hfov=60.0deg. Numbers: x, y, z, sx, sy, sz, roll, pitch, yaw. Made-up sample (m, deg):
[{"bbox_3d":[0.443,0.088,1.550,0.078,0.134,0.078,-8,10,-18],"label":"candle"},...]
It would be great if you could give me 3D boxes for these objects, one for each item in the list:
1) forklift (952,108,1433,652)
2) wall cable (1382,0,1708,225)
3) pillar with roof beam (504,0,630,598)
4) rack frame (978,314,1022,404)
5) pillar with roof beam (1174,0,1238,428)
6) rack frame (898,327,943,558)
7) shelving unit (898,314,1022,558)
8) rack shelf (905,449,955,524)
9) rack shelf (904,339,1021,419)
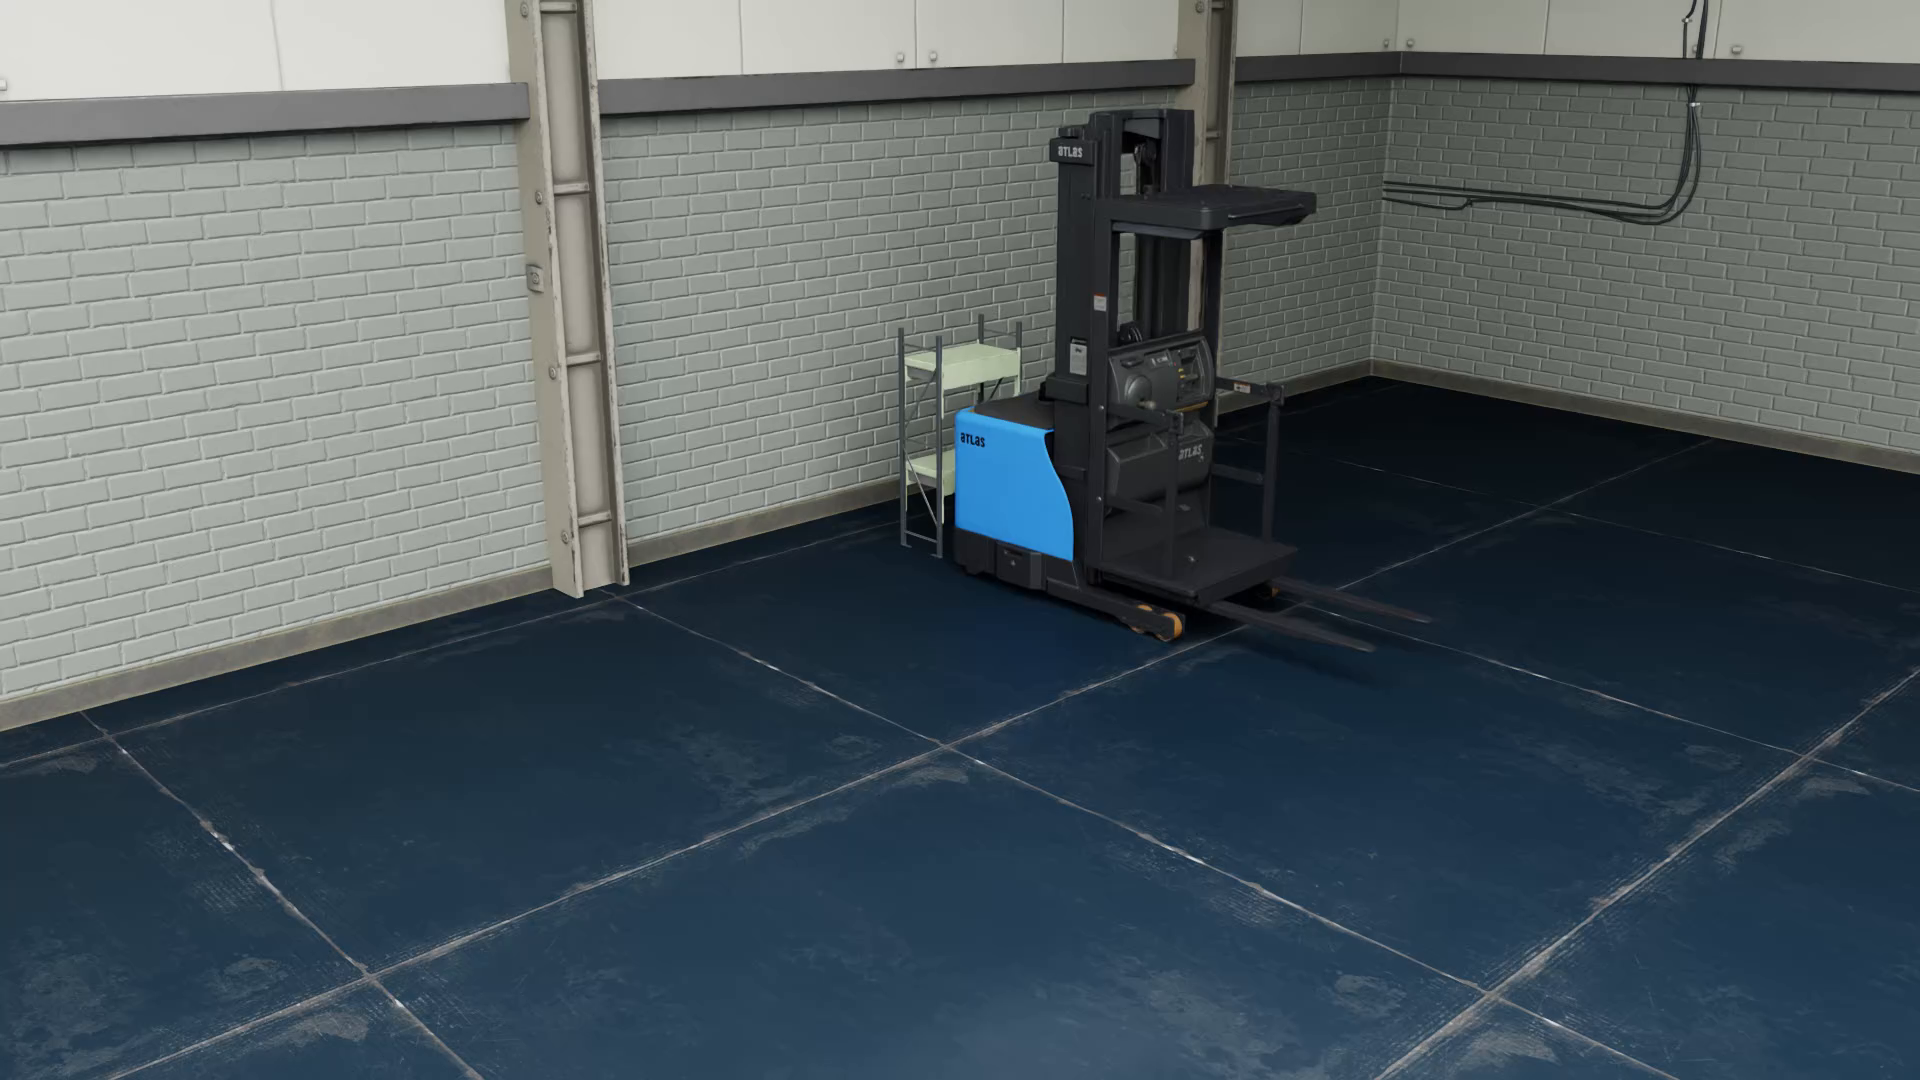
[{"bbox_3d":[1.356,-0.985,9.771,3.031,2.935,1.130,17,24,42],"label":"forklift"},{"bbox_3d":[5.056,-4.116,14.622,0.112,2.526,3.097,-16,24,-41],"label":"wall cable"},{"bbox_3d":[0.605,-3.029,6.235,0.400,9.000,9.100,-16,24,-41],"label":"pillar with roof beam"},{"bbox_3d":[0.271,-0.792,11.497,0.023,1.500,0.400,-16,24,-41],"label":"rack frame"},{"bbox_3d":[4.964,-4.300,10.156,0.400,9.000,9.100,-16,24,-41],"label":"pillar with roof beam"},{"bbox_3d":[-0.261,-0.637,11.019,0.023,1.500,0.400,-16,24,-41],"label":"rack frame"},{"bbox_3d":[0.005,-0.715,11.258,0.755,1.500,0.431,-16,24,-41],"label":"shelving unit"},{"bbox_3d":[0.005,-0.405,11.358,0.720,0.370,0.431,-16,24,-41],"label":"rack shelf"},{"bbox_3d":[0.005,-1.086,11.137,0.720,0.370,0.431,-16,24,-41],"label":"rack shelf"}]
